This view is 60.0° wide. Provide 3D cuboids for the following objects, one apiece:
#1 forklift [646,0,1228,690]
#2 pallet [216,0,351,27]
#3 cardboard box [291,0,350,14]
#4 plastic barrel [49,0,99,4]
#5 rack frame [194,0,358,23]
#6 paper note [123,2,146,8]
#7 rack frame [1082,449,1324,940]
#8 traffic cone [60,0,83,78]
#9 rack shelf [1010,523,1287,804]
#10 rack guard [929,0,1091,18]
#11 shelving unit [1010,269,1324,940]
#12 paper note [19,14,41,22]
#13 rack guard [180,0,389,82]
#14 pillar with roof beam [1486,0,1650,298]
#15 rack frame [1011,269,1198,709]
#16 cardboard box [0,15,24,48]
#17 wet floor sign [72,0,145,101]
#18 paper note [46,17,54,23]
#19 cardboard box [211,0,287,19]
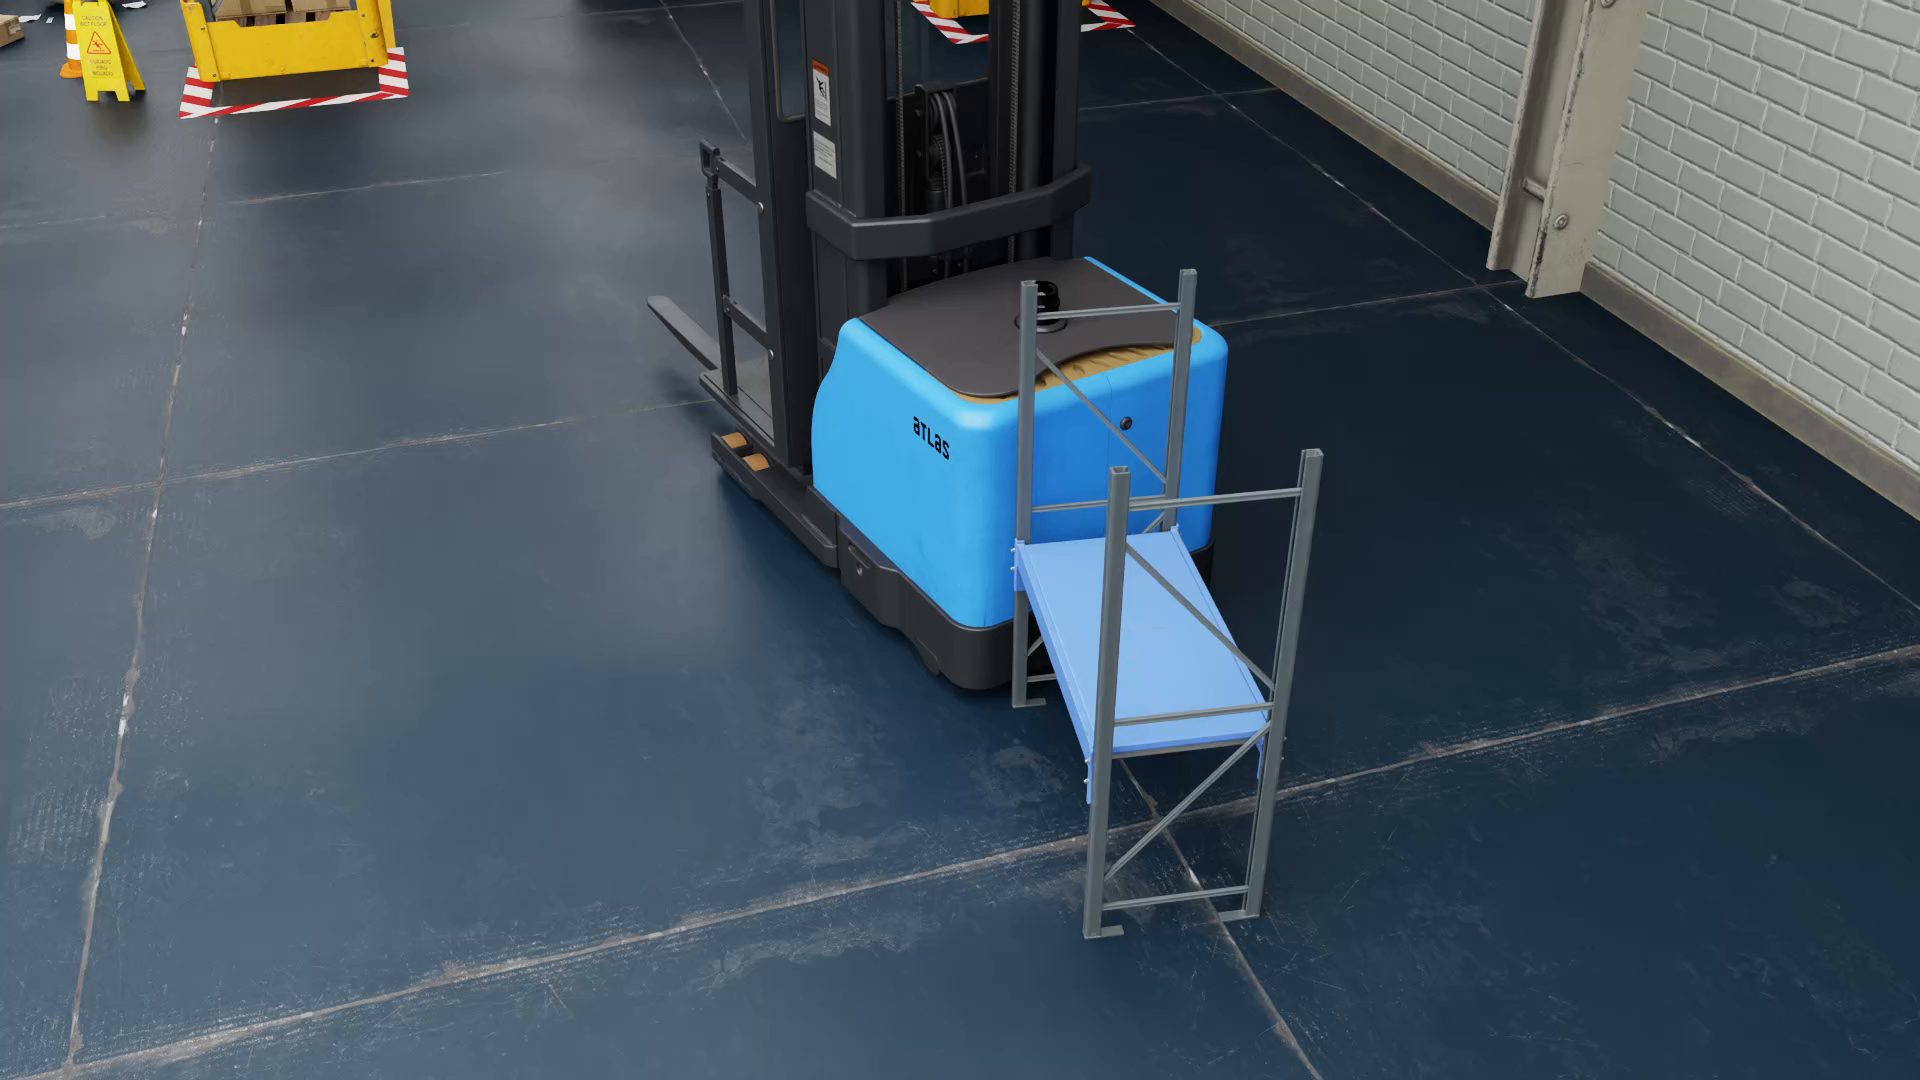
[{"bbox_3d":[-0.331,-1.516,5.886,1.130,2.935,3.031,-19,38,-26],"label":"forklift"},{"bbox_3d":[-4.603,-3.651,11.584,1.003,0.211,1.213,-10,35,-15],"label":"pallet"},{"bbox_3d":[-4.348,-3.840,11.453,0.500,0.250,0.500,-10,35,-15],"label":"cardboard box"},{"bbox_3d":[-6.437,-4.097,12.066,0.512,0.421,0.421,13,36,18],"label":"plastic barrel"},{"bbox_3d":[-4.365,-4.342,10.100,1.000,3.000,0.127,-10,35,-15],"label":"rack frame"},{"bbox_3d":[-6.029,-3.915,12.148,0.142,0.019,0.148,-23,40,-31],"label":"paper note"},{"bbox_3d":[0.588,0.445,4.216,0.500,1.500,0.032,-5,34,-8],"label":"rack frame"},{"bbox_3d":[-5.725,-3.292,10.813,0.336,0.463,0.334,-10,35,-15],"label":"traffic cone"},{"bbox_3d":[0.503,0.319,4.733,0.538,0.185,1.000,-5,34,-8],"label":"rack shelf"},{"bbox_3d":[0.368,-4.123,12.036,1.175,0.500,0.348,-10,35,-15],"label":"rack guard"},{"bbox_3d":[0.503,0.169,4.634,0.538,1.500,1.048,-5,34,-8],"label":"shelving unit"},{"bbox_3d":[-6.666,-3.731,11.879,0.148,0.019,0.142,1,33,2],"label":"paper note"},{"bbox_3d":[-4.389,-3.339,10.849,1.175,0.500,0.348,-10,35,-15],"label":"rack guard"},{"bbox_3d":[-1.263,-4.324,4.632,9.100,9.000,0.400,-10,35,-15],"label":"pillar with roof beam"},{"bbox_3d":[0.417,-0.107,5.052,0.500,1.500,0.032,-5,34,-8],"label":"rack frame"},{"bbox_3d":[-6.689,-3.501,11.413,0.380,0.149,0.250,7,34,10],"label":"cardboard box"},{"bbox_3d":[-5.326,-3.080,10.326,0.267,0.644,0.232,1,33,2],"label":"wet floor sign"},{"bbox_3d":[-6.484,-3.705,11.847,0.032,0.001,0.123,-10,35,-15],"label":"paper note"},{"bbox_3d":[-4.875,-3.762,11.335,0.500,0.250,0.500,-10,35,-15],"label":"cardboard box"}]
